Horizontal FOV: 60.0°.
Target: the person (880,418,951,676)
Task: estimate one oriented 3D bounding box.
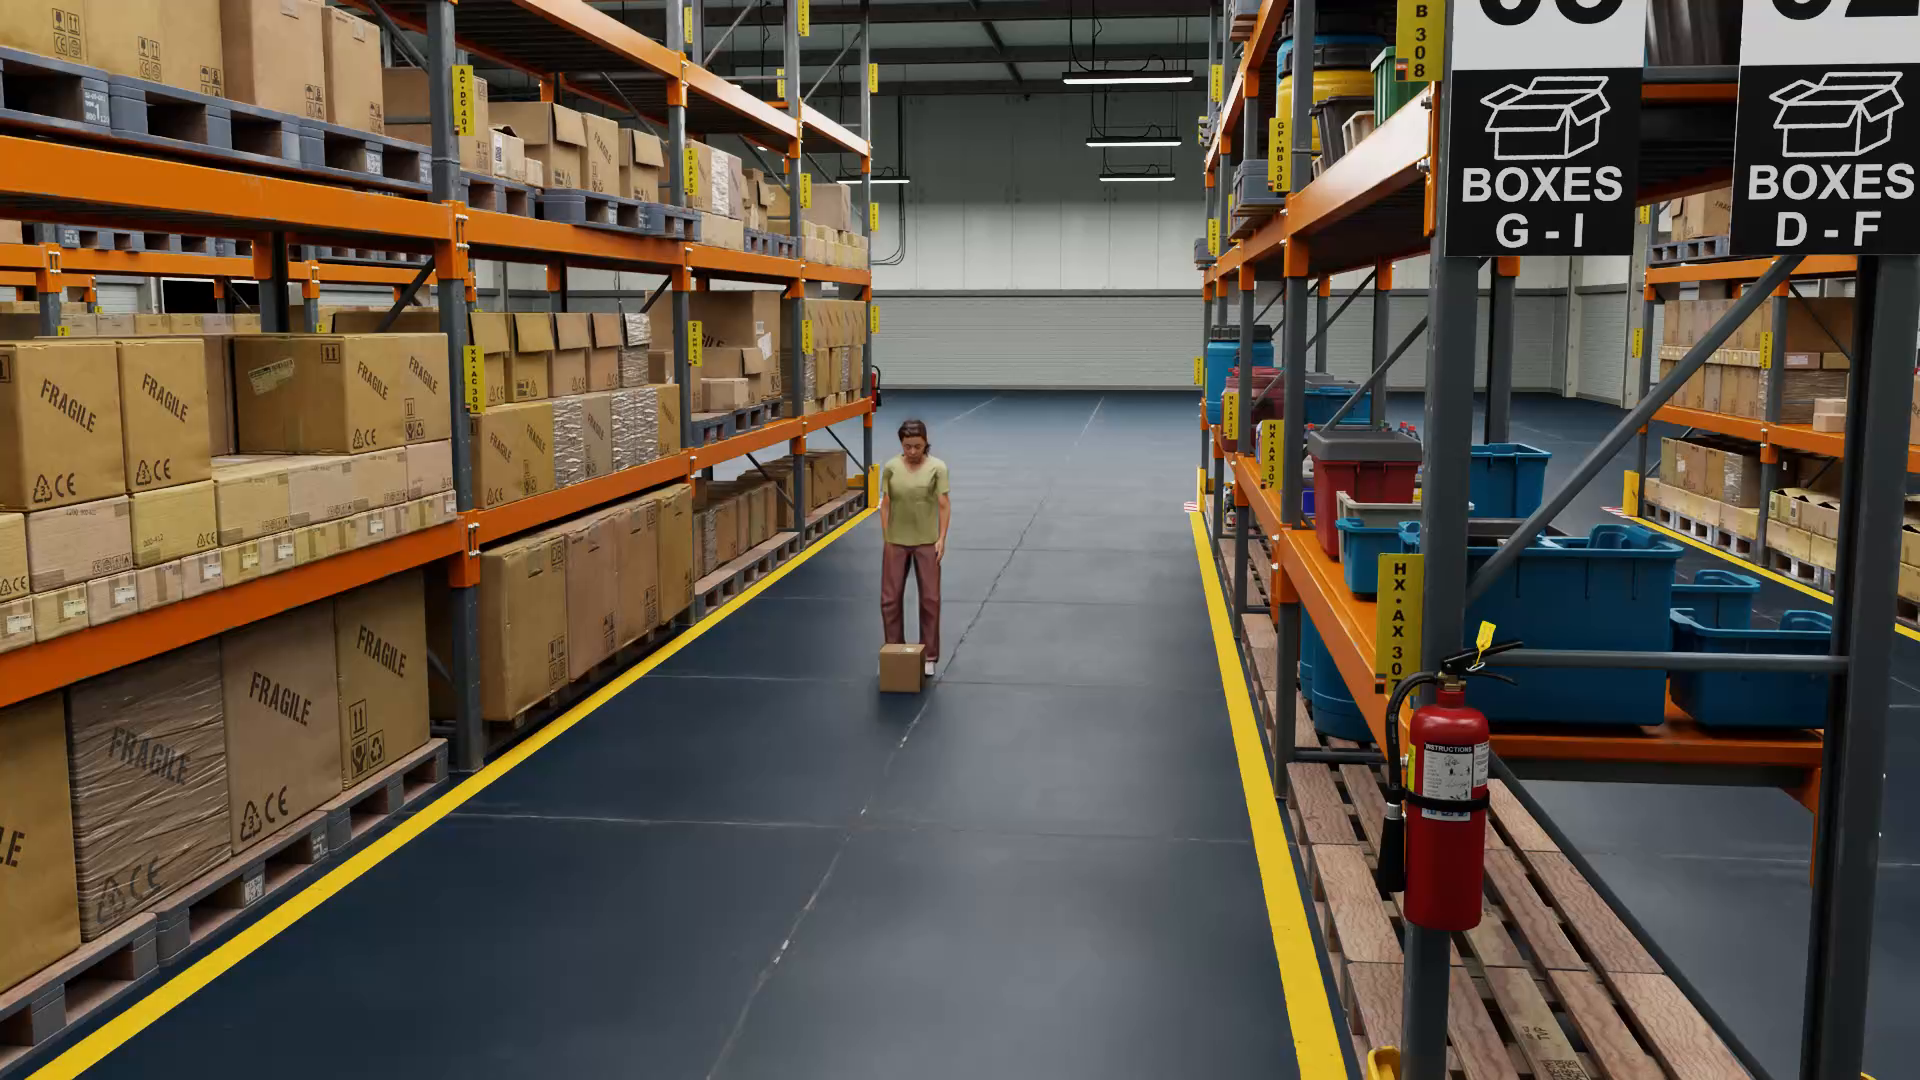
[{"bbox_3d":[-0.288,0.039,10.633,0.460,1.652,0.347,1,8,8],"label":"person"}]
